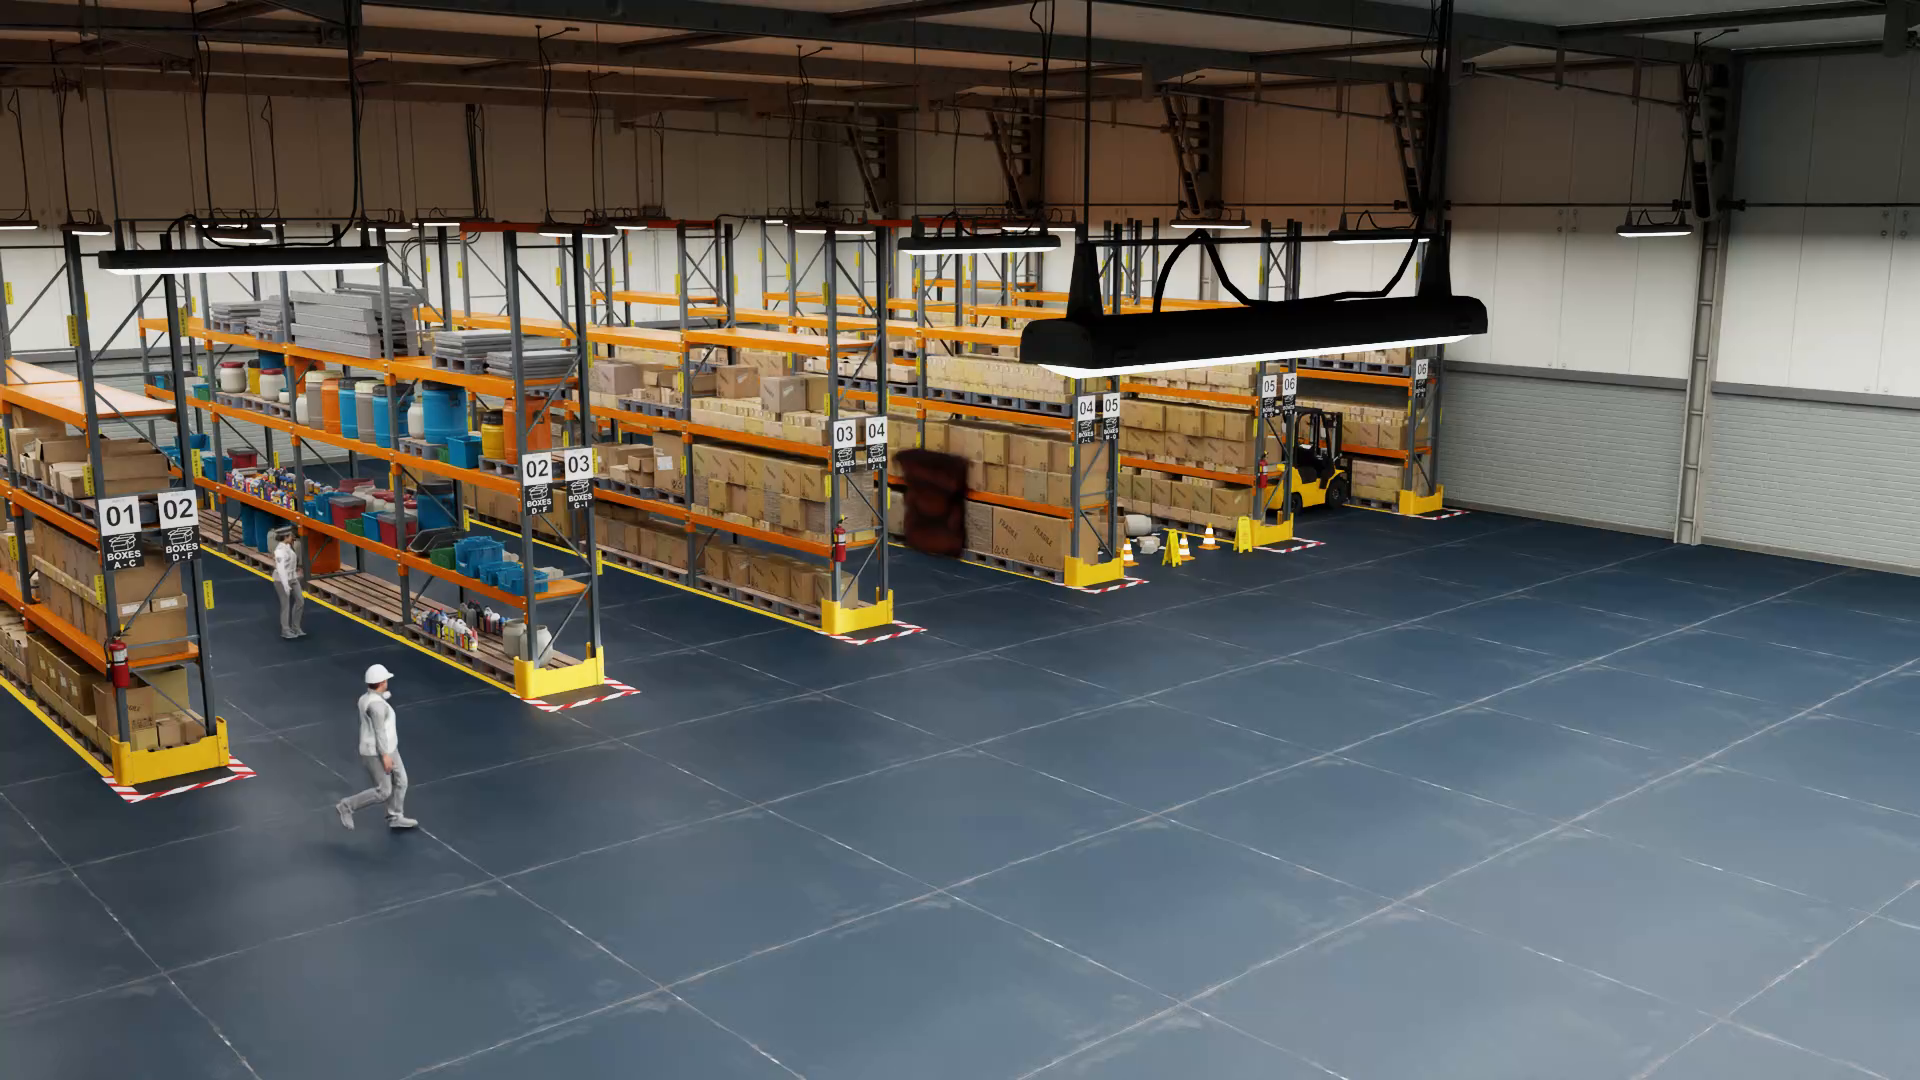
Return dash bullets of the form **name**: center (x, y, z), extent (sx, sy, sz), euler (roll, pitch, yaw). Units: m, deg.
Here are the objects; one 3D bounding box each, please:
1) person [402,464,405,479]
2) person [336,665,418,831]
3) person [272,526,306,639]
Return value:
- **person**: center (-12.637, -2.197, 38.428), extent (1.005, 1.733, 0.670), euler (2, 12, 10)
- **person**: center (-5.965, 2.127, 16.884), extent (0.740, 1.742, 0.514), euler (-1, 11, -3)
- **person**: center (-9.962, 0.654, 24.592), extent (0.413, 1.719, 0.486), euler (4, 12, 17)
